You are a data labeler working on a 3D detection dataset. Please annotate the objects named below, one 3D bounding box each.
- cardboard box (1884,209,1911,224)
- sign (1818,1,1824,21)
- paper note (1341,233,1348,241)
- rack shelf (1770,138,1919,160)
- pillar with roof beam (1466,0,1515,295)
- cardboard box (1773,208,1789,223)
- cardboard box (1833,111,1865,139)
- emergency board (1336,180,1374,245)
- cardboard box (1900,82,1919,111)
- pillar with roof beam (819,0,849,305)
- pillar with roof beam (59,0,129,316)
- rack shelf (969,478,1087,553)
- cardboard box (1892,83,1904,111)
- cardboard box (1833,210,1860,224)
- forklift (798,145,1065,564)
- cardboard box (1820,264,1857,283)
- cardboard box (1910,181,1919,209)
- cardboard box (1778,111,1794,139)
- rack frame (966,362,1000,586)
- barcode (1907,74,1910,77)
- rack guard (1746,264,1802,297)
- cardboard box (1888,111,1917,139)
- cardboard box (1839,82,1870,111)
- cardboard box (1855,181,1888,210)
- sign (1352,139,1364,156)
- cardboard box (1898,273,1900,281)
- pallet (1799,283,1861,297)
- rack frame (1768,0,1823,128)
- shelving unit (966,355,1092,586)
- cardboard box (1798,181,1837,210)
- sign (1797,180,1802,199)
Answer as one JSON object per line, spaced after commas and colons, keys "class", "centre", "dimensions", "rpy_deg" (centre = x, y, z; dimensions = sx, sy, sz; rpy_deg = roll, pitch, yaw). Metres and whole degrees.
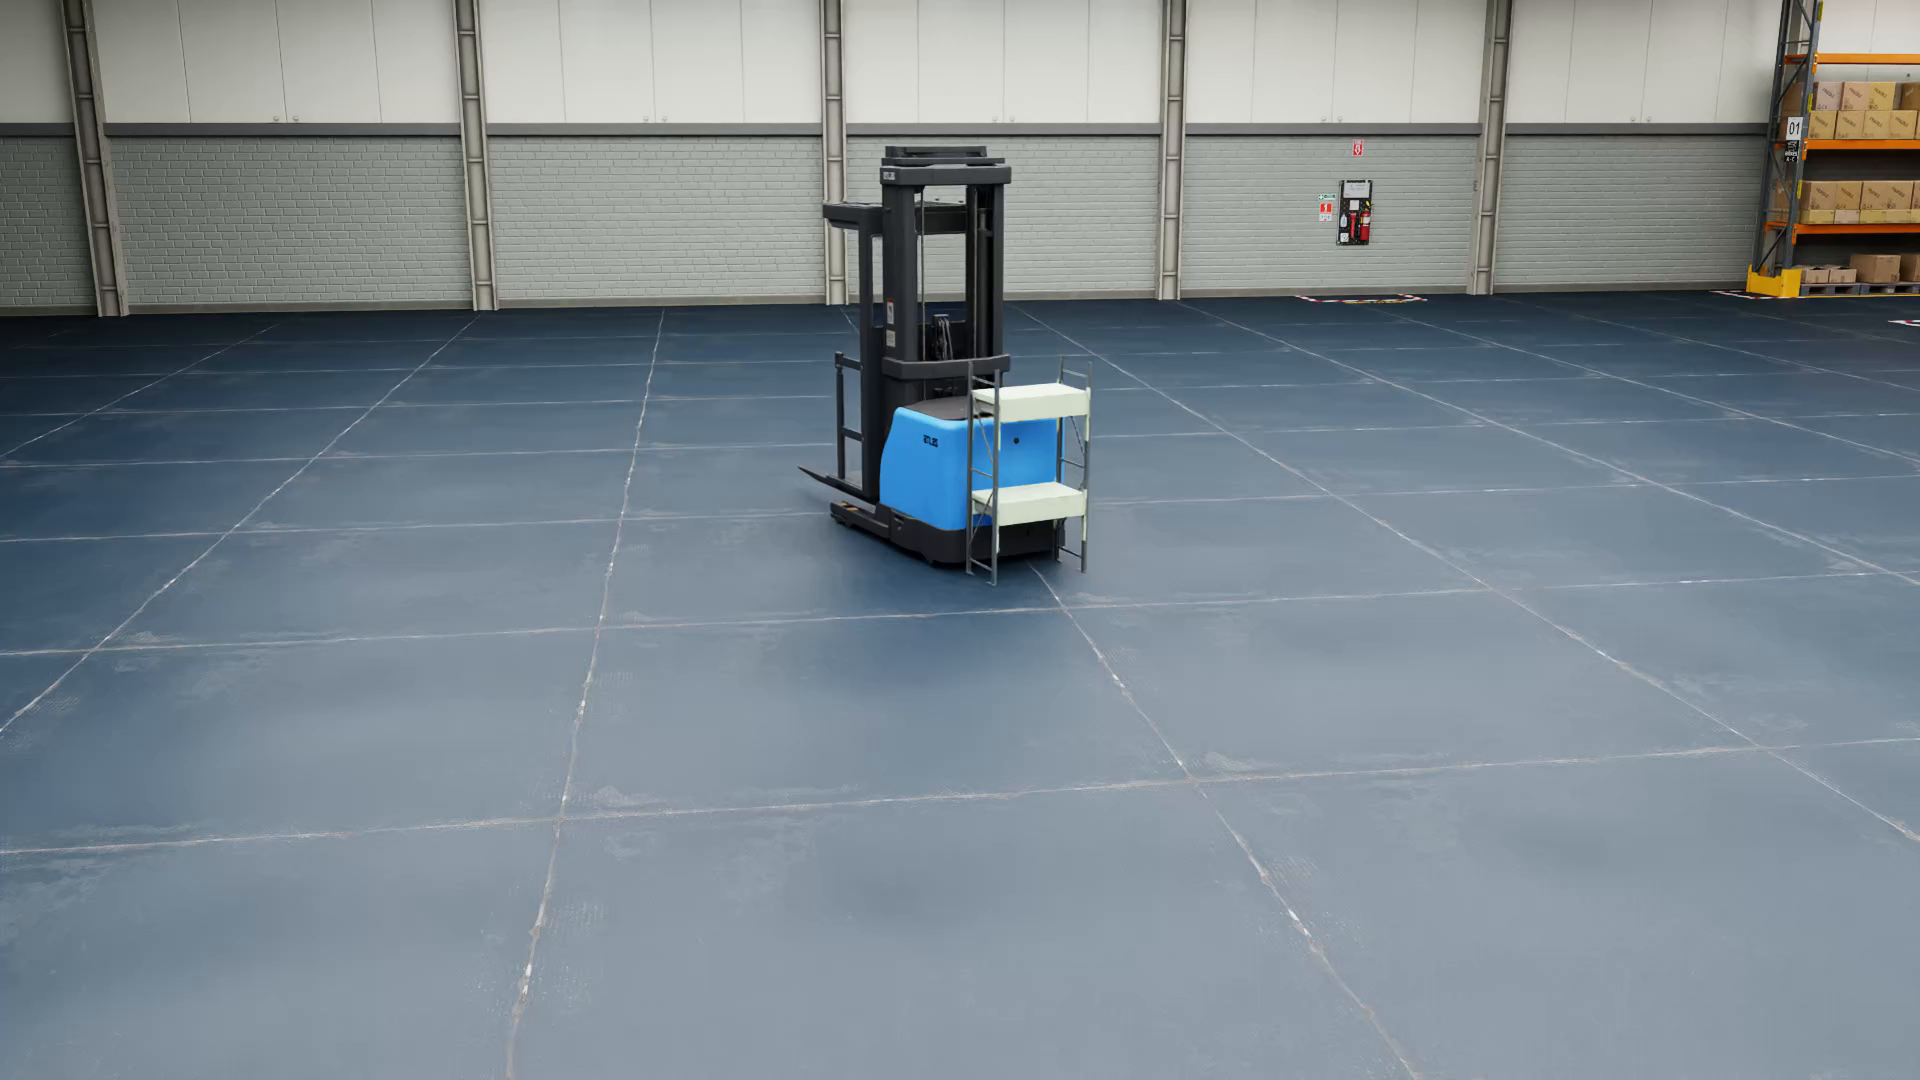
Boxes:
{"class": "cardboard box", "centre": [17.111, -5.974, 30.643], "dimensions": [0.500, 0.250, 0.500], "rpy_deg": [-2, 14, -8]}
{"class": "sign", "centre": [15.146, -9.309, 29.260], "dimensions": [0.005, 0.325, 0.100], "rpy_deg": [-2, 14, -8]}
{"class": "paper note", "centre": [7.061, -5.557, 30.525], "dimensions": [0.142, 0.148, 0.016], "rpy_deg": [-2, 14, -8]}
{"class": "rack shelf", "centre": [17.043, -7.217, 30.645], "dimensions": [4.000, 0.370, 1.077], "rpy_deg": [-2, 14, -8]}
{"class": "pillar with roof beam", "centre": [10.337, -7.929, 25.838], "dimensions": [0.400, 9.000, 9.100], "rpy_deg": [-2, 14, -8]}
{"class": "cardboard box", "centre": [15.498, -6.039, 30.903], "dimensions": [0.500, 0.250, 0.500], "rpy_deg": [-2, 14, -7]}
{"class": "cardboard box", "centre": [15.969, -7.514, 30.106], "dimensions": [0.500, 0.500, 0.500], "rpy_deg": [-1, 14, -5]}
{"class": "emergency board", "centre": [7.246, -5.974, 30.377], "dimensions": [0.643, 1.169, 0.194], "rpy_deg": [-2, 14, -8]}
{"class": "cardboard box", "centre": [17.510, -8.054, 30.203], "dimensions": [0.500, 0.500, 0.500], "rpy_deg": [-3, 14, -10]}
{"class": "pillar with roof beam", "centre": [-1.529, -7.494, 24.104], "dimensions": [0.400, 9.000, 9.100], "rpy_deg": [-2, 14, -8]}
{"class": "pillar with roof beam", "centre": [-13.395, -7.059, 22.370], "dimensions": [0.400, 9.000, 9.100], "rpy_deg": [-2, 14, -8]}
{"class": "rack shelf", "centre": [0.472, -0.180, 11.677], "dimensions": [0.720, 0.370, 0.431], "rpy_deg": [-8, 17, -28]}
{"class": "cardboard box", "centre": [16.980, -8.166, 30.650], "dimensions": [0.500, 0.500, 0.500], "rpy_deg": [-2, 14, -8]}
{"class": "cardboard box", "centre": [16.106, -5.939, 30.504], "dimensions": [0.500, 0.250, 0.500], "rpy_deg": [-3, 14, -10]}
{"class": "forklift", "centre": [-0.377, -1.563, 12.927], "dimensions": [1.130, 2.935, 3.031], "rpy_deg": [-8, 16, -28]}
{"class": "cardboard box", "centre": [16.326, -4.972, 31.003], "dimensions": [0.500, 0.311, 0.500], "rpy_deg": [-1, 14, -4]}
{"class": "cardboard box", "centre": [17.607, -6.357, 30.631], "dimensions": [0.500, 0.500, 0.500], "rpy_deg": [-3, 14, -10]}
{"class": "cardboard box", "centre": [15.440, -7.628, 30.557], "dimensions": [0.500, 0.500, 0.500], "rpy_deg": [-1, 14, -4]}
{"class": "rack frame", "centre": [0.154, -0.452, 11.422], "dimensions": [0.023, 1.500, 0.400], "rpy_deg": [-8, 17, -28]}
{"class": "barcode", "centre": [17.582, -8.613, 30.827], "dimensions": [0.075, 0.075, 0.001], "rpy_deg": [-2, 14, -8]}
{"class": "rack guard", "centre": [15.140, -4.829, 30.949], "dimensions": [0.348, 0.500, 1.175], "rpy_deg": [-2, 14, -8]}
{"class": "cardboard box", "centre": [17.009, -7.559, 30.283], "dimensions": [0.500, 0.500, 0.500], "rpy_deg": [-1, 14, -5]}
{"class": "cardboard box", "centre": [15.986, -7.998, 29.979], "dimensions": [0.500, 0.500, 0.500], "rpy_deg": [-2, 14, -9]}
{"class": "cardboard box", "centre": [16.584, -6.317, 30.469], "dimensions": [0.500, 0.500, 0.500], "rpy_deg": [-3, 14, -10]}
{"class": "sign", "centre": [7.223, -7.122, 30.189], "dimensions": [0.199, 0.298, 0.001], "rpy_deg": [-2, 14, -8]}
{"class": "cardboard box", "centre": [17.436, -4.961, 31.293], "dimensions": [0.250, 0.149, 0.380], "rpy_deg": [-3, 14, -13]}
{"class": "pallet", "centre": [15.949, -4.710, 31.067], "dimensions": [1.213, 0.211, 1.003], "rpy_deg": [-2, 14, -8]}
{"class": "rack frame", "centre": [15.065, -8.948, 29.904], "dimensions": [0.127, 3.000, 1.000], "rpy_deg": [-2, 14, -8]}
{"class": "shelving unit", "centre": [0.476, -0.495, 11.592], "dimensions": [0.755, 1.500, 0.431], "rpy_deg": [-8, 17, -28]}
{"class": "cardboard box", "centre": [15.582, -6.284, 30.339], "dimensions": [0.500, 0.500, 0.500], "rpy_deg": [-2, 14, -8]}
{"class": "sign", "centre": [15.146, -6.328, 30.008], "dimensions": [0.005, 0.325, 0.100], "rpy_deg": [-2, 14, -8]}
